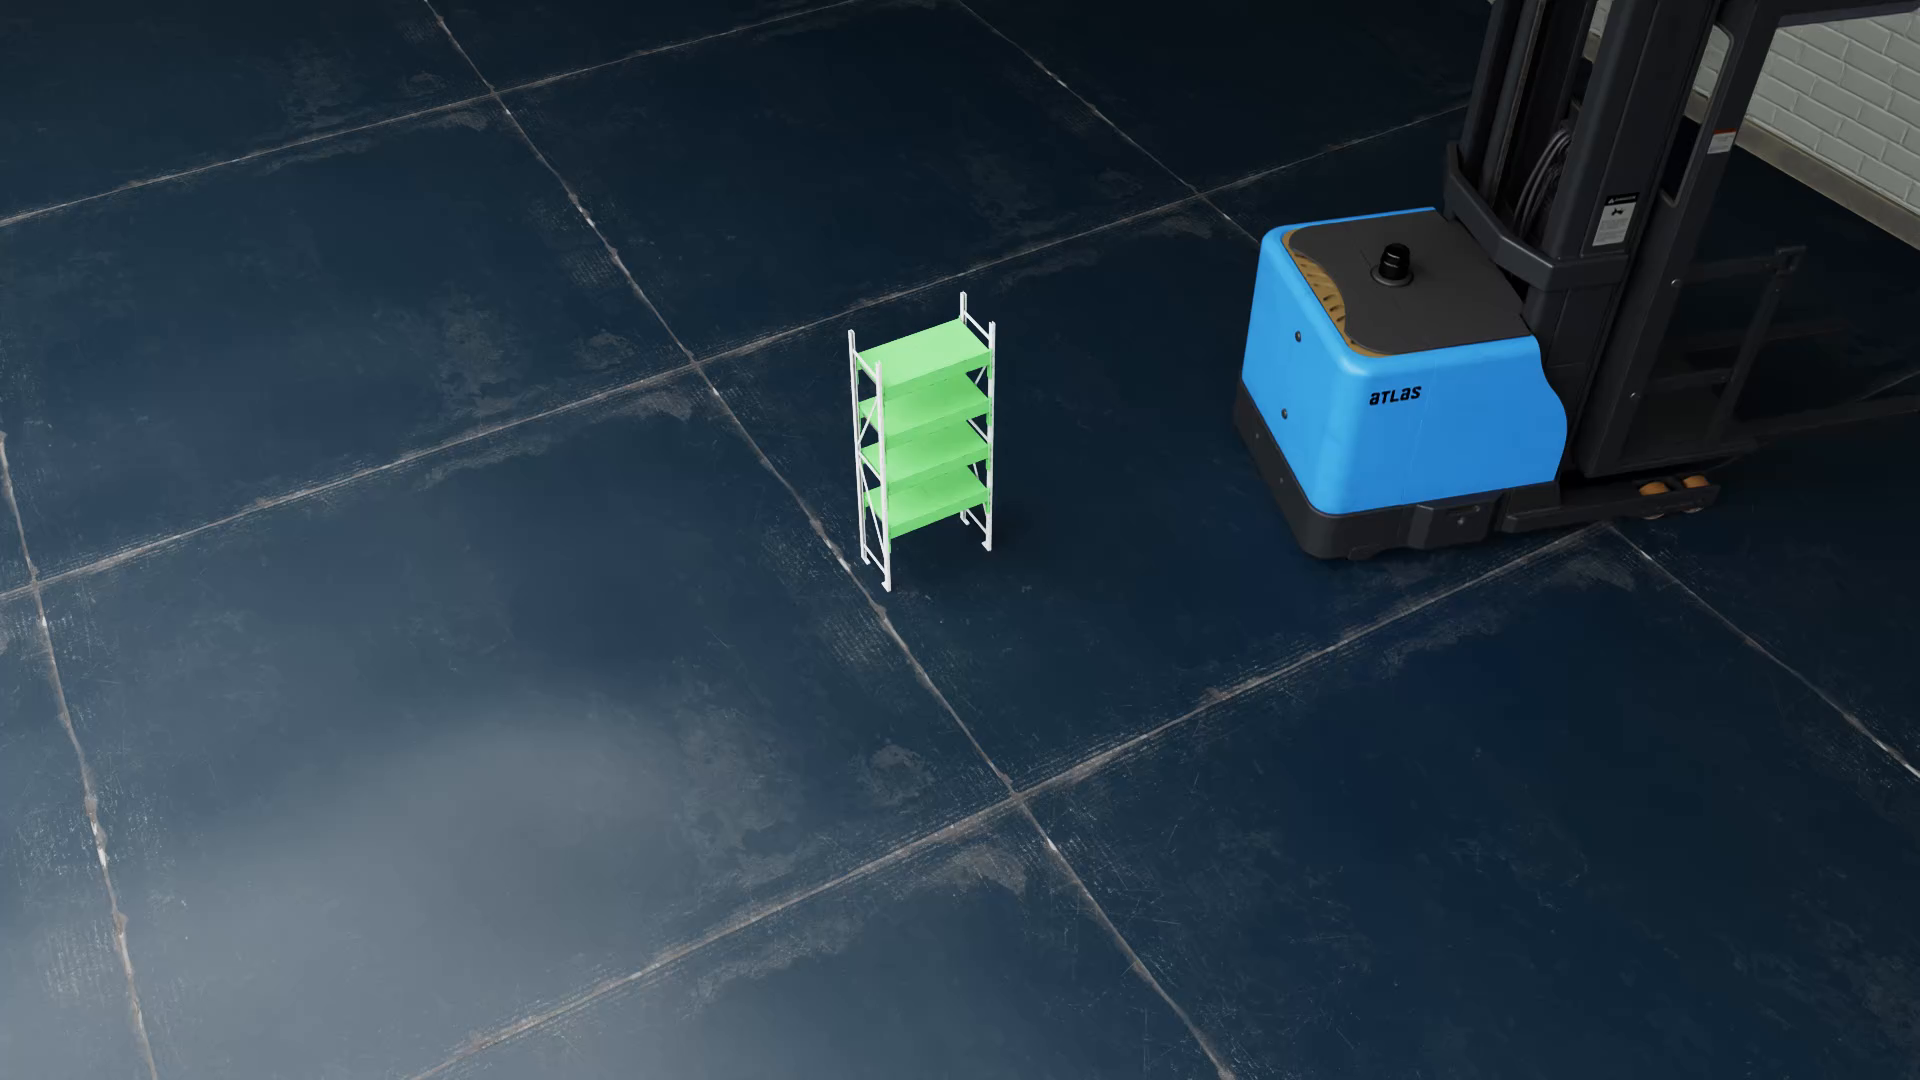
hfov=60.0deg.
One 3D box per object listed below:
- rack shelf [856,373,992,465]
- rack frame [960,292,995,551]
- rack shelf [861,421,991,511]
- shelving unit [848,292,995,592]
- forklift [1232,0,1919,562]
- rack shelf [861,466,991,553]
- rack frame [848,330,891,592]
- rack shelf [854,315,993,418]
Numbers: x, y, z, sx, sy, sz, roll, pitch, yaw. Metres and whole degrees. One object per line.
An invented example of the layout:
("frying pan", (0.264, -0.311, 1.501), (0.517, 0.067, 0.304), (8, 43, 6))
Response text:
("rack shelf", (-0.144, -0.500, 6.580), (0.480, 0.148, 0.258), (-22, 48, -21))
("rack frame", (0.068, -0.458, 6.790), (0.015, 1.200, 0.240), (-22, 48, -21))
("rack shelf", (-0.144, -0.327, 6.747), (0.480, 0.148, 0.258), (-22, 48, -21))
("shelving unit", (-0.144, -0.373, 6.702), (0.503, 1.200, 0.258), (-22, 48, -21))
("forklift", (2.827, -1.494, 6.614), (3.031, 2.935, 1.130), (-9, 45, -9))
("rack shelf", (-0.144, -0.155, 6.914), (0.480, 0.148, 0.258), (-22, 48, -21))
("rack frame", (-0.355, -0.288, 6.615), (0.015, 1.200, 0.240), (-22, 48, -21))
("rack shelf", (-0.144, -0.672, 6.413), (0.480, 0.148, 0.258), (-22, 48, -21))
